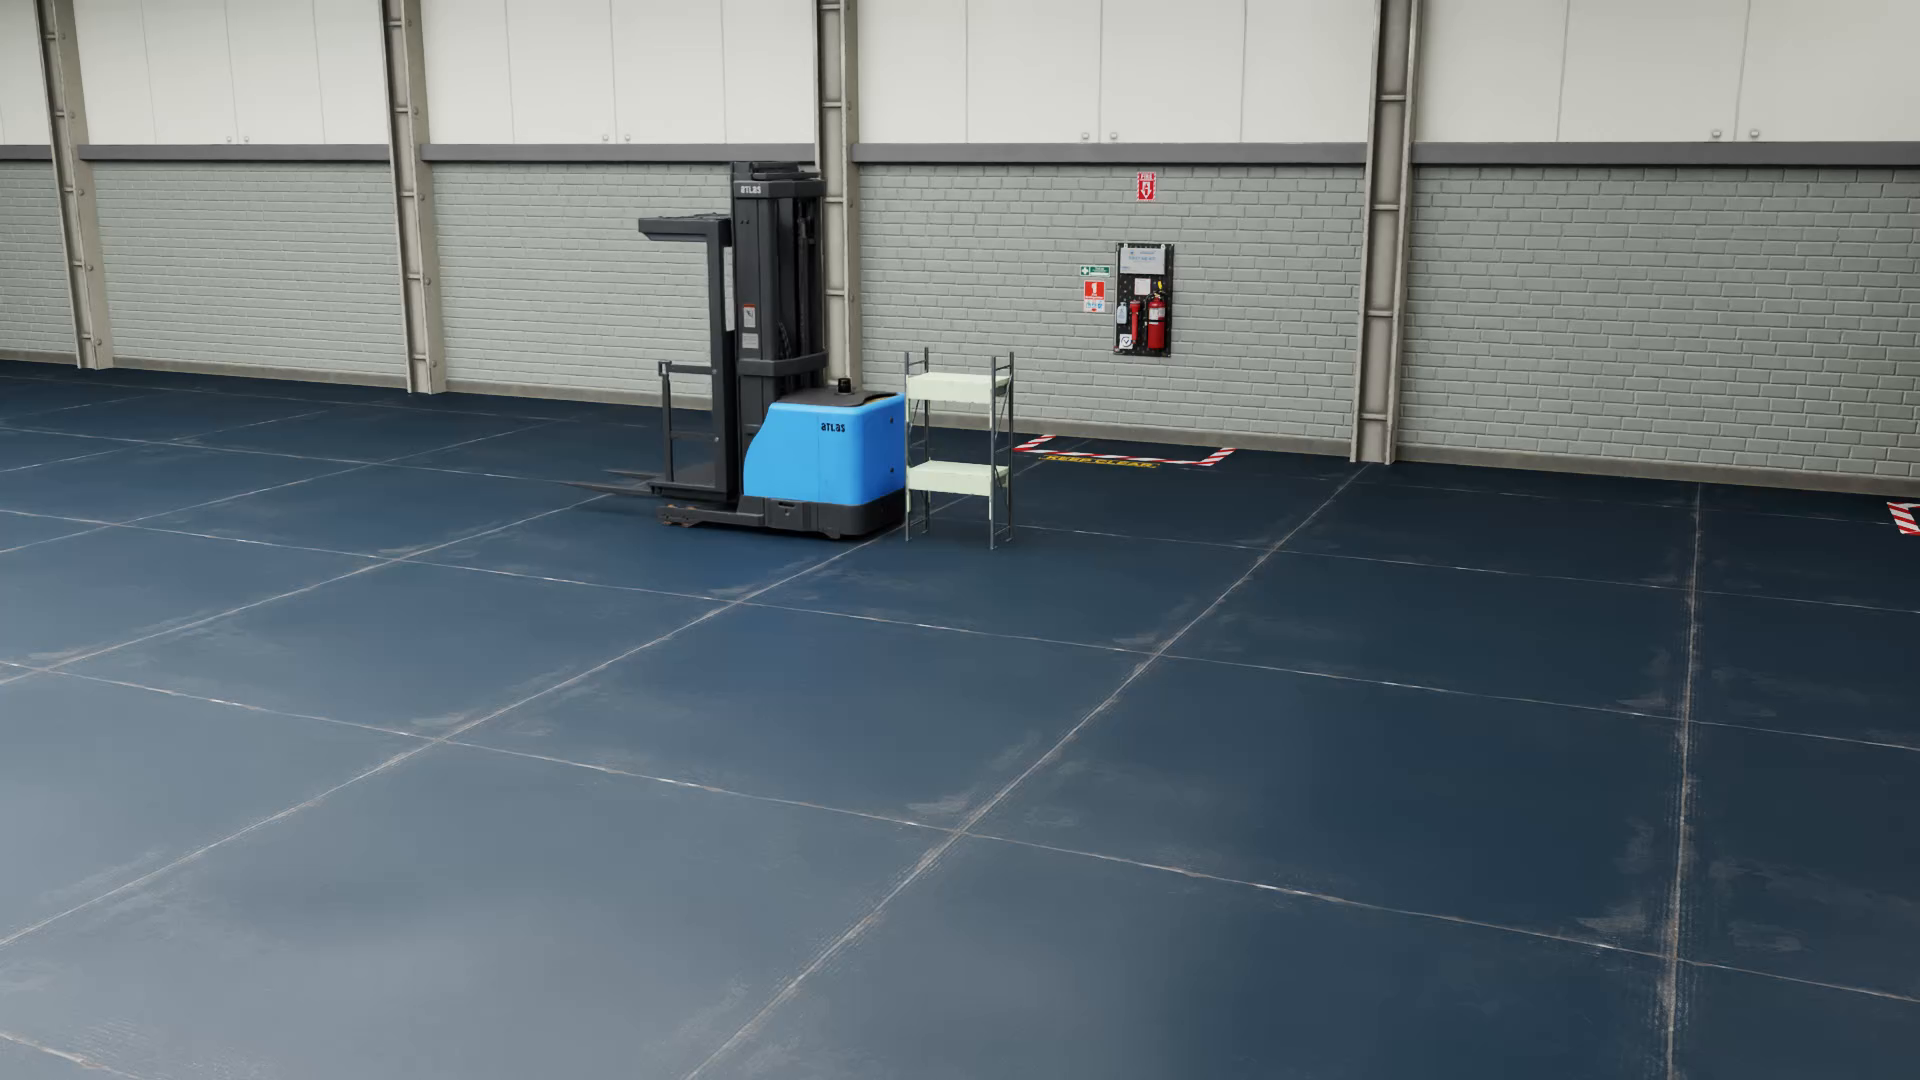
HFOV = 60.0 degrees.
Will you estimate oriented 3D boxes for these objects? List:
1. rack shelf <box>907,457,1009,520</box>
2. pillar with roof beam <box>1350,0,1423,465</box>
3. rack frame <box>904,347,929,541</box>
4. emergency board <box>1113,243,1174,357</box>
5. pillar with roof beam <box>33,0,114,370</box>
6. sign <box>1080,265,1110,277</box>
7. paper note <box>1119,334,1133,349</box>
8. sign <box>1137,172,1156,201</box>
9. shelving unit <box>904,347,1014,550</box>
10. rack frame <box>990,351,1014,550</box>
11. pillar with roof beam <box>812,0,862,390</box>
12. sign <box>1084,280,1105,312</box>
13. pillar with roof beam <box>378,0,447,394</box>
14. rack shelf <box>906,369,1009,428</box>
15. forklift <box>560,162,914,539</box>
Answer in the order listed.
[{"bbox_3d":[-0.006,-0.413,13.161,0.720,0.370,0.431,6,14,23],"label":"rack shelf"},{"bbox_3d":[2.387,-4.277,11.783,0.400,9.000,9.100,6,14,23],"label":"pillar with roof beam"},{"bbox_3d":[-0.341,-0.765,13.230,0.023,1.500,0.400,6,14,23],"label":"rack frame"},{"bbox_3d":[1.887,-2.492,17.308,0.643,1.169,0.194,6,14,23],"label":"emergency board"},{"bbox_3d":[-14.070,-5.942,18.880,0.400,9.000,9.100,6,14,23],"label":"pillar with roof beam"},{"bbox_3d":[1.424,-2.838,17.544,0.331,0.109,0.001,6,14,23],"label":"sign"},{"bbox_3d":[1.753,-2.094,17.540,0.142,0.148,0.016,6,14,23],"label":"paper note"},{"bbox_3d":[1.920,-3.642,17.135,0.199,0.298,0.001,6,14,23],"label":"sign"},{"bbox_3d":[-0.006,-0.731,13.086,0.755,1.500,0.431,6,14,23],"label":"shelving unit"},{"bbox_3d":[0.329,-0.697,12.942,0.023,1.500,0.400,6,14,23],"label":"rack frame"},{"bbox_3d":[-3.098,-4.832,14.149,0.400,9.000,9.100,6,14,23],"label":"pillar with roof beam"},{"bbox_3d":[1.423,-2.582,17.614,0.234,0.329,0.001,6,14,23],"label":"sign"},{"bbox_3d":[-8.584,-5.387,16.515,0.400,9.000,9.100,6,14,23],"label":"pillar with roof beam"},{"bbox_3d":[-0.006,-1.111,12.997,0.720,0.370,0.431,6,14,23],"label":"rack shelf"},{"bbox_3d":[-1.953,-1.636,13.809,3.031,2.935,1.130,6,14,23],"label":"forklift"}]
